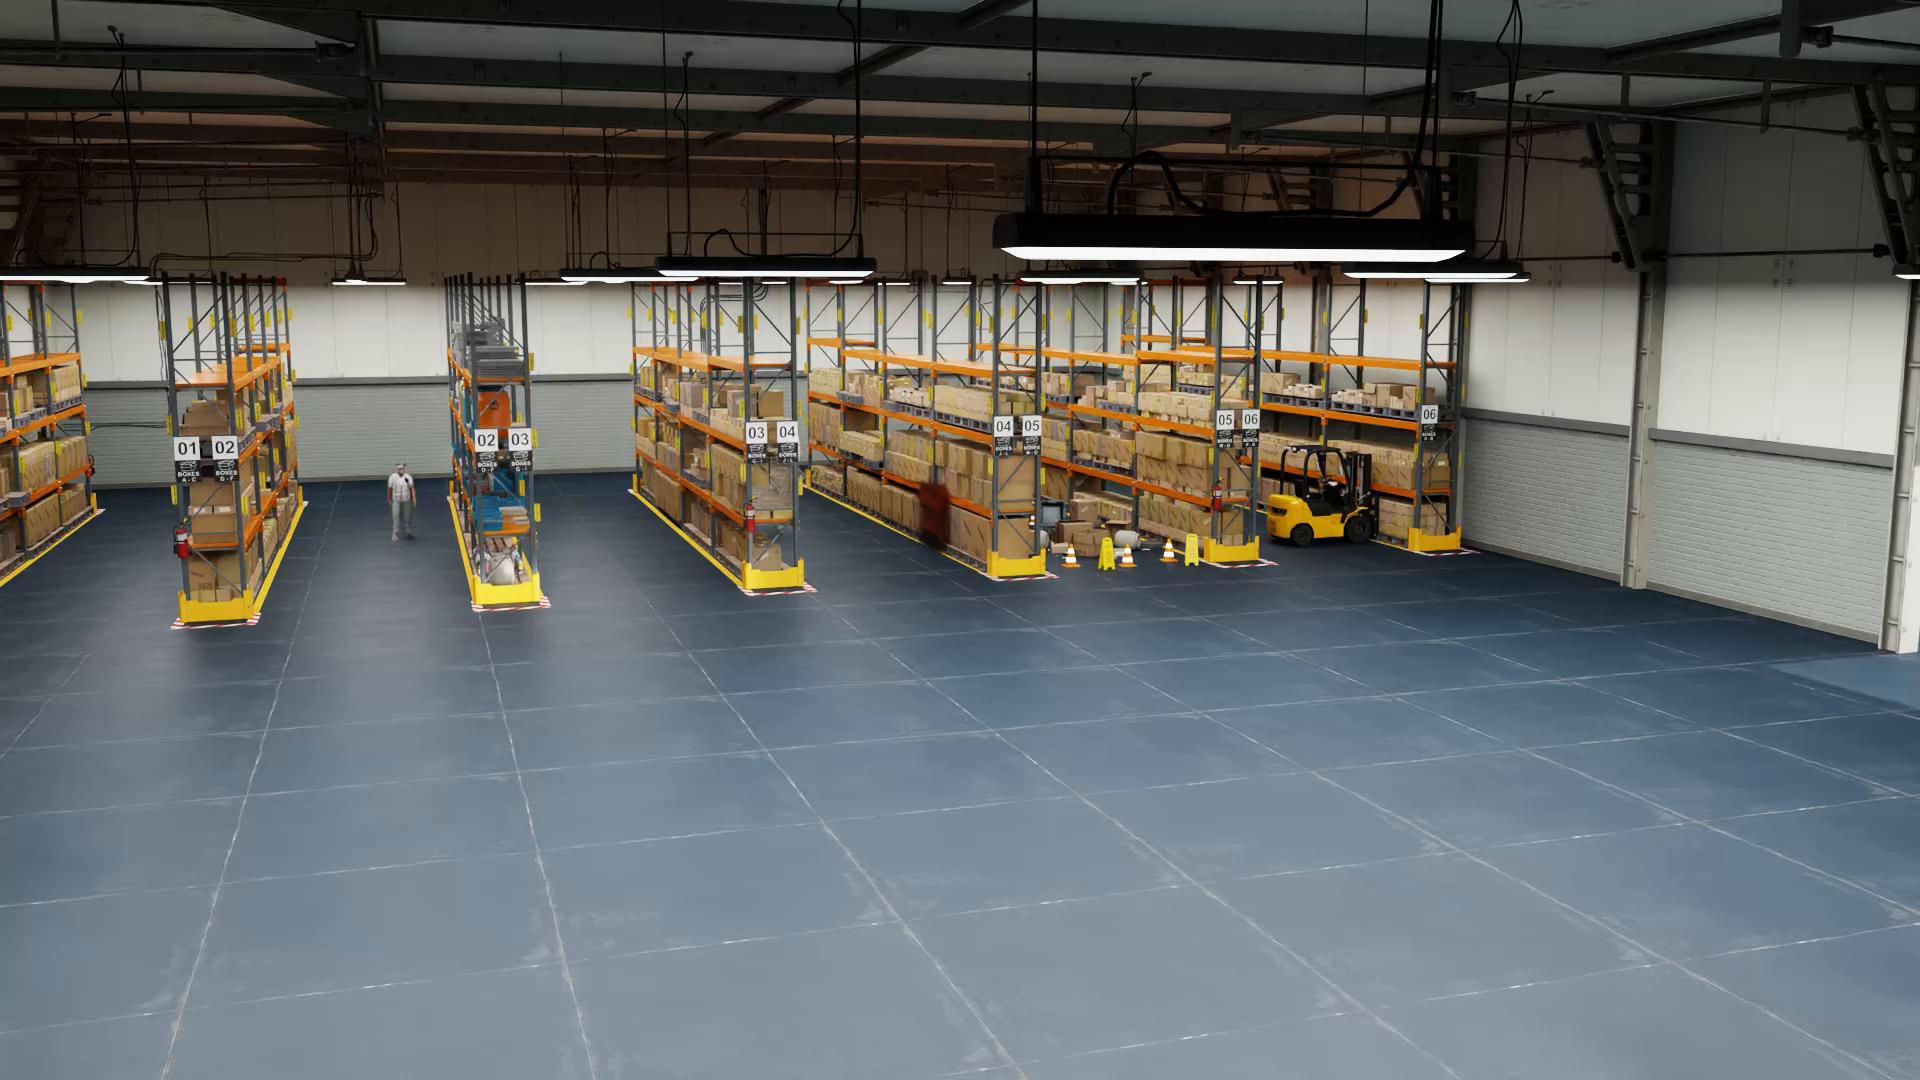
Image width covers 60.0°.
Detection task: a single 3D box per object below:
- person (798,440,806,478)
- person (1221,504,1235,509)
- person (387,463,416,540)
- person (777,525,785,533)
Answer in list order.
[{"bbox_3d":[-4.969,-2.508,49.186,1.032,1.615,0.435,-7,11,-40],"label":"person"},{"bbox_3d":[6.408,-1.059,39.576,0.493,1.690,0.405,-7,11,-38],"label":"person"},{"bbox_3d":[-12.886,-0.928,38.384,0.659,1.726,0.999,-1,9,-9],"label":"person"},{"bbox_3d":[-4.256,-1.012,39.346,0.538,1.603,1.022,-3,9,-20],"label":"person"}]
